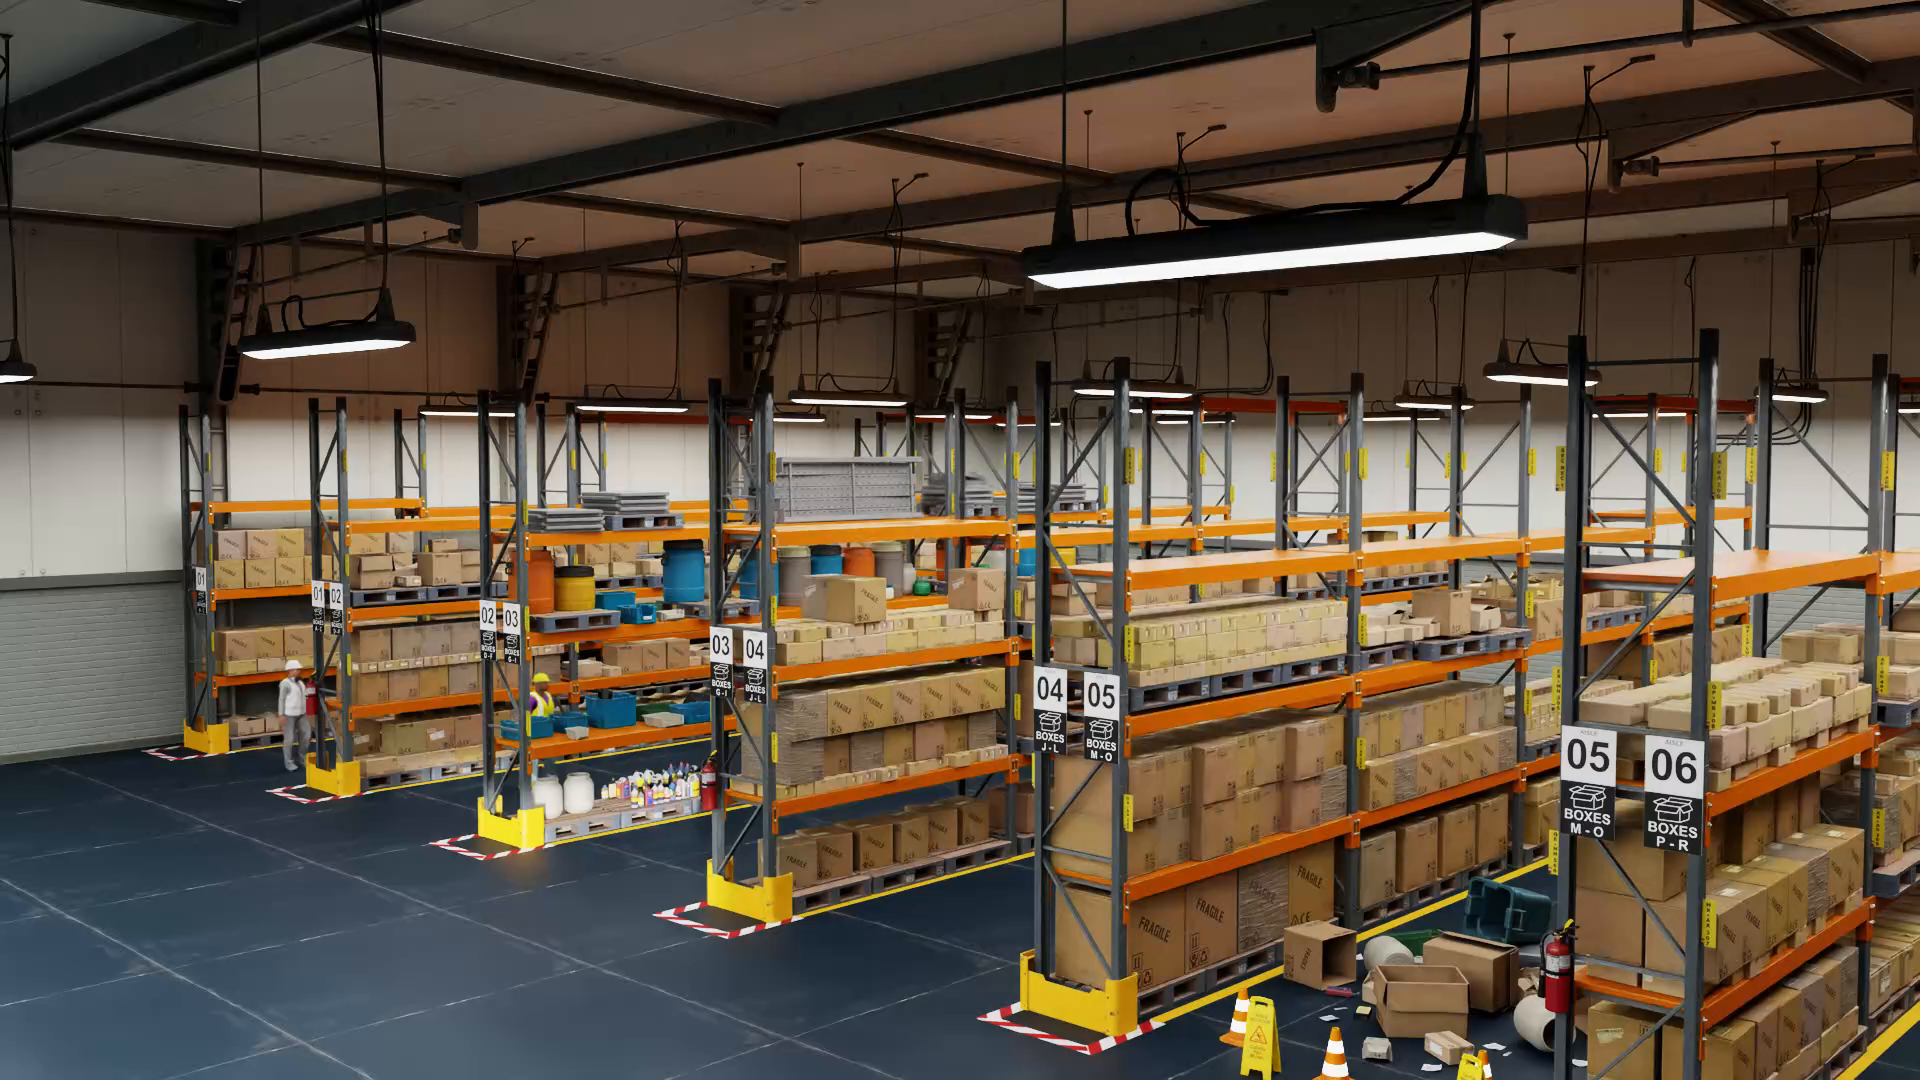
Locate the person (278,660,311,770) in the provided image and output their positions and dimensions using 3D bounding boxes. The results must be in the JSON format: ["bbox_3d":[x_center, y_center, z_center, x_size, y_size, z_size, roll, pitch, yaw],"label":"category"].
[{"bbox_3d":[-10.894,2.871,27.172,0.365,1.817,0.622,1,3,21],"label":"person"}]

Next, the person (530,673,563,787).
[{"bbox_3d":[-6.431,2.950,25.628,0.446,1.795,0.644,2,3,29],"label":"person"}]
